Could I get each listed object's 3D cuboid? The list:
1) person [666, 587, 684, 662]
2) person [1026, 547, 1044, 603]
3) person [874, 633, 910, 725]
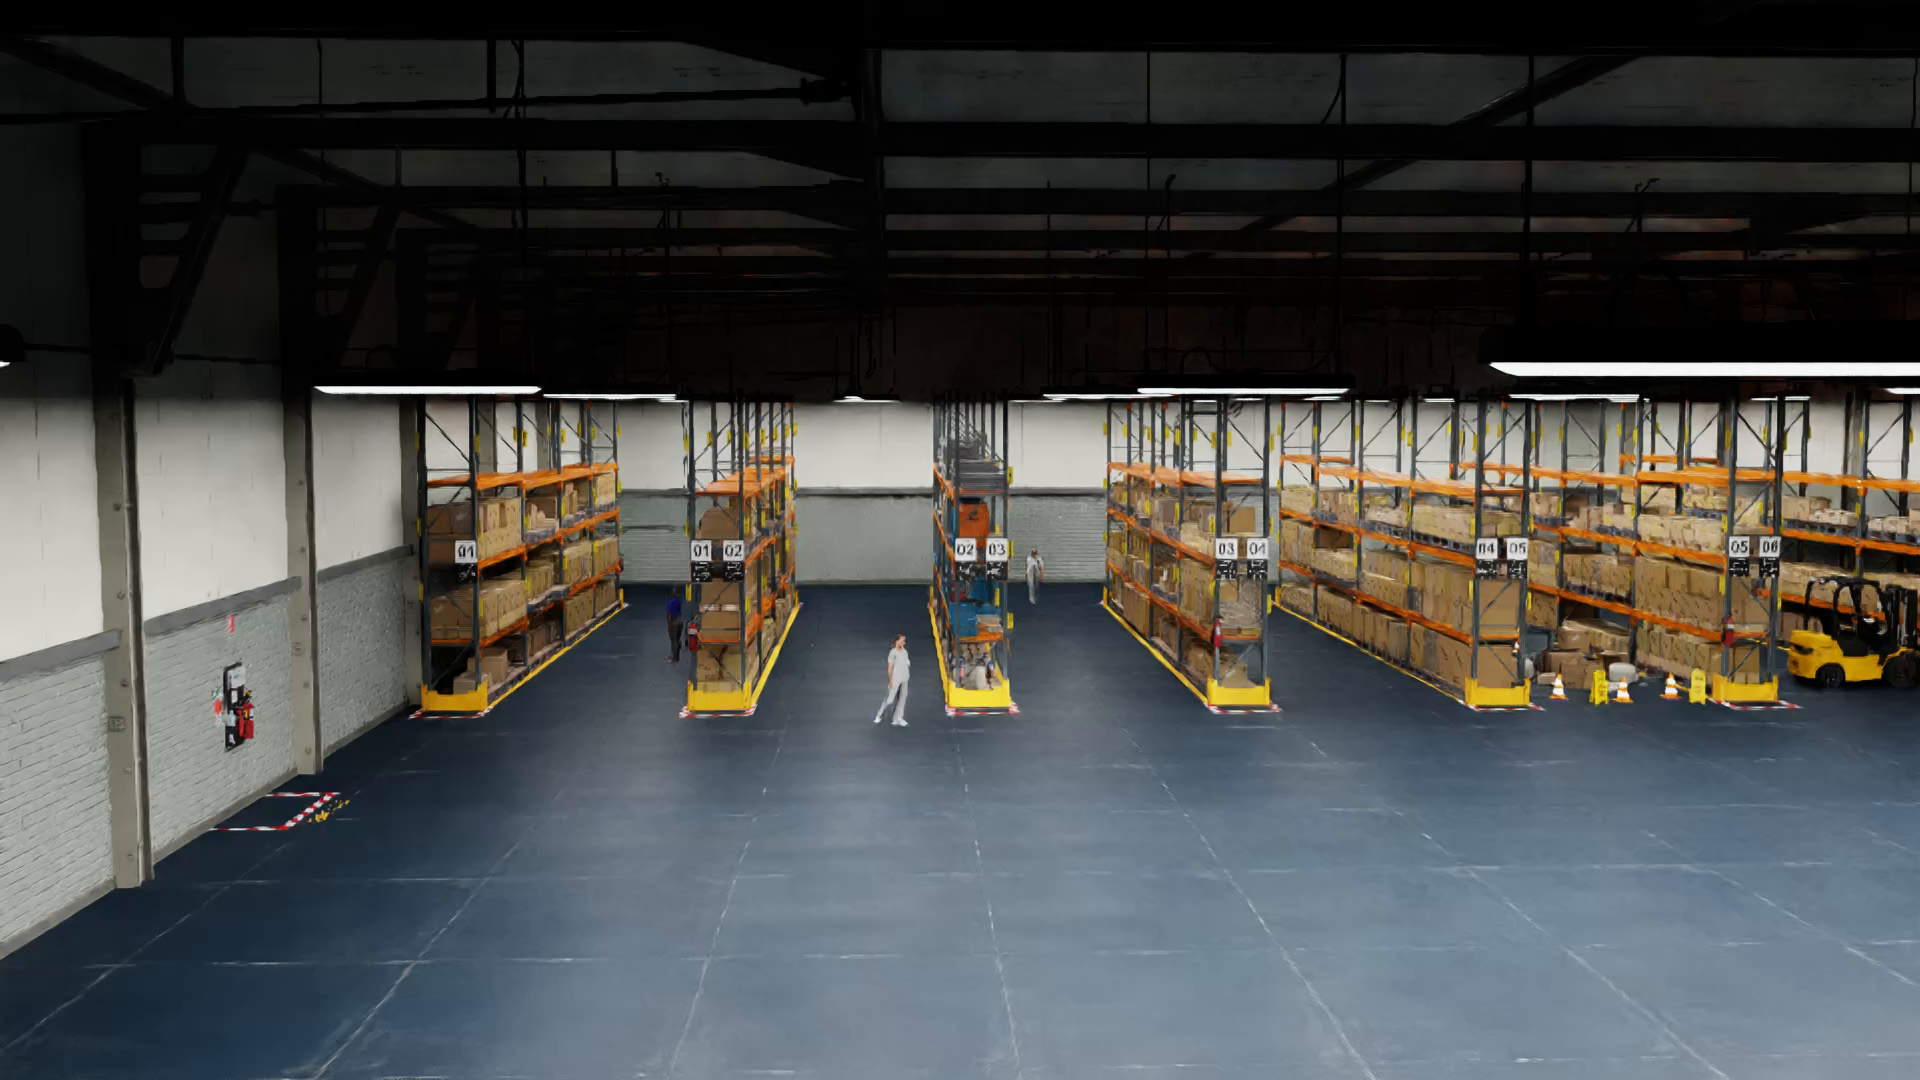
[{"bbox_3d":[-6.386,1.868,37.012,0.467,1.661,0.497,3,5,28],"label":"person"},{"bbox_3d":[2.164,1.002,48.025,0.493,1.605,1.000,0,5,-3],"label":"person"},{"bbox_3d":[-1.218,2.480,29.591,0.642,1.664,0.497,-4,6,-43],"label":"person"}]
